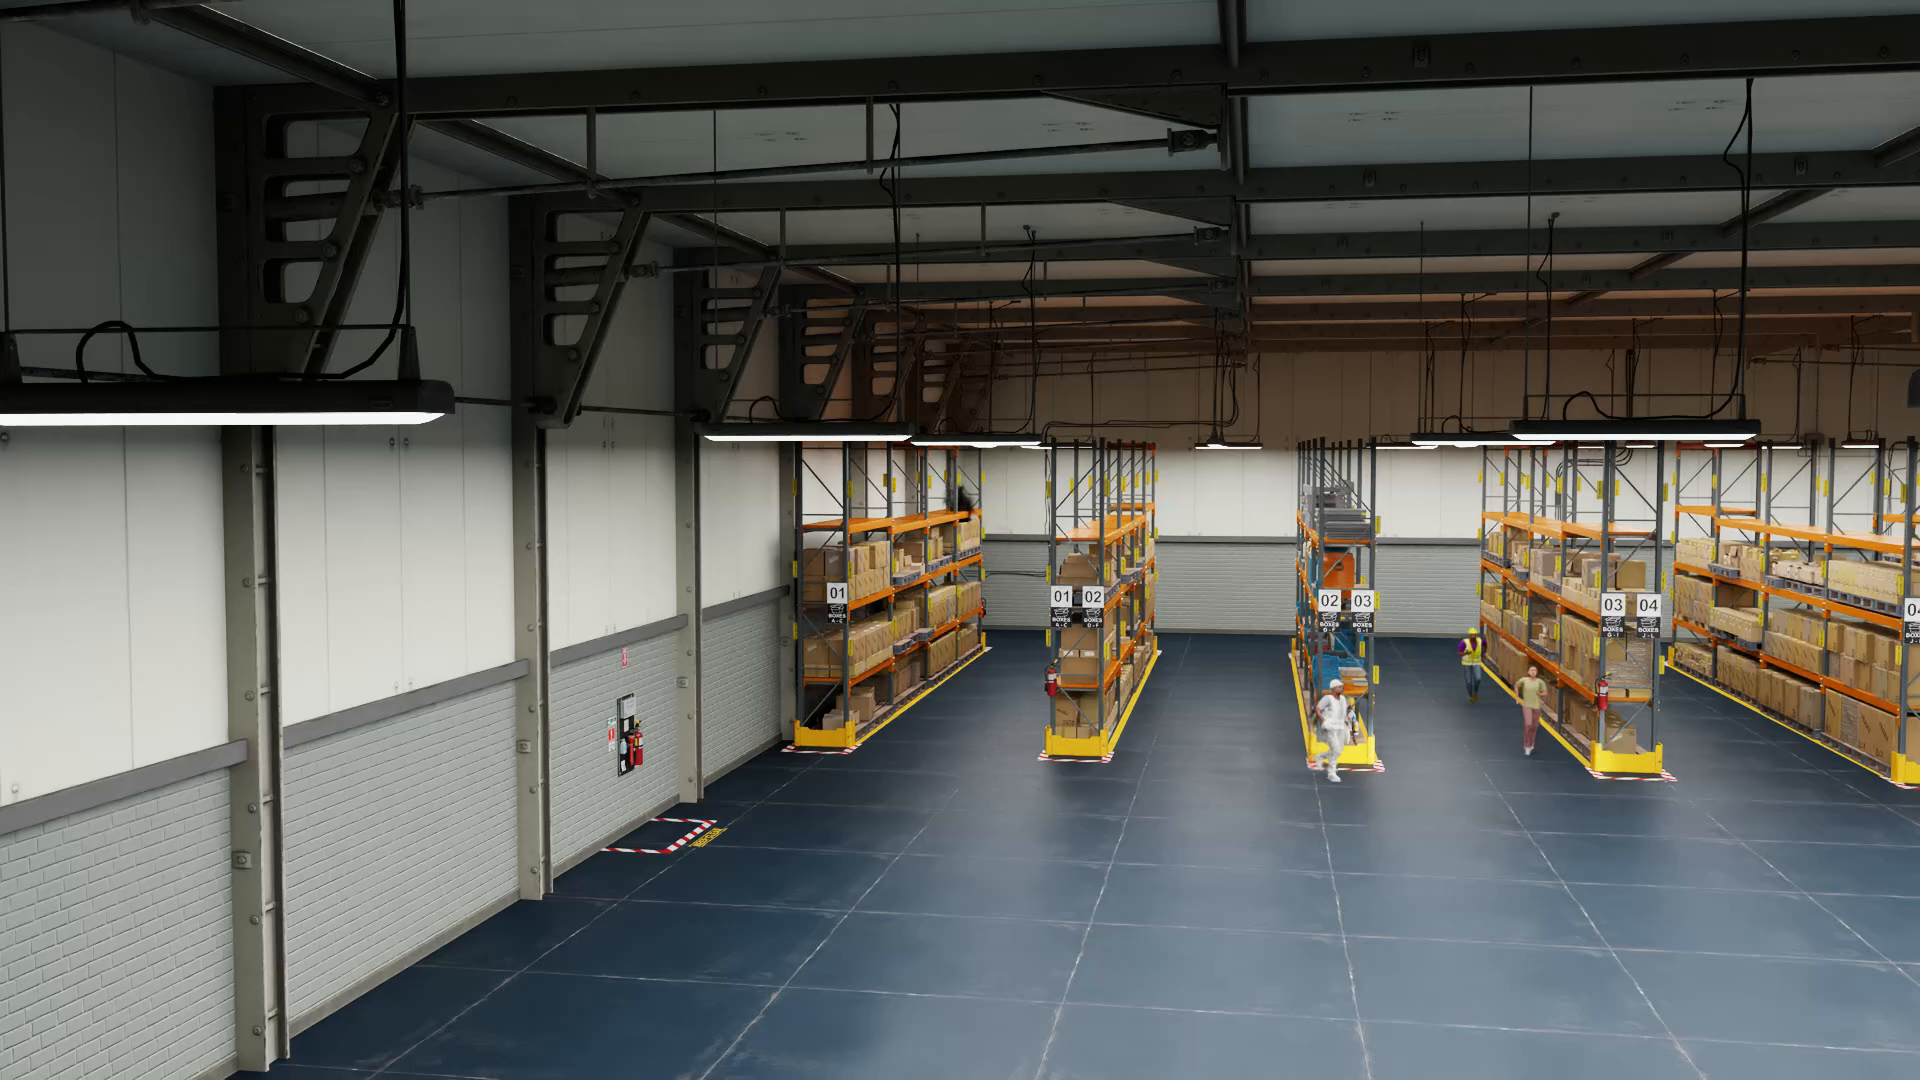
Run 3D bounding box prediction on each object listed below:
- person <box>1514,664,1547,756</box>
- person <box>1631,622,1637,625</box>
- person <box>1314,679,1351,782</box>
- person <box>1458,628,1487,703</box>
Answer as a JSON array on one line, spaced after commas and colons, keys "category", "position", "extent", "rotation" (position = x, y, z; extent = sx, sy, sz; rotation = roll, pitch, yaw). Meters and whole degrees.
[{"category": "person", "position": [10.852, 3.215, 31.586], "extent": [0.547, 1.725, 0.734], "rotation": [0, 3, 6]}, {"category": "person", "position": [17.901, 2.563, 44.996], "extent": [0.775, 1.538, 0.609], "rotation": [-2, 4, -31]}, {"category": "person", "position": [6.536, 3.324, 29.245], "extent": [0.739, 1.755, 0.712], "rotation": [-2, 4, -37]}, {"category": "person", "position": [11.651, 2.845, 37.791], "extent": [0.667, 1.705, 0.822], "rotation": [1, 3, 12]}]
